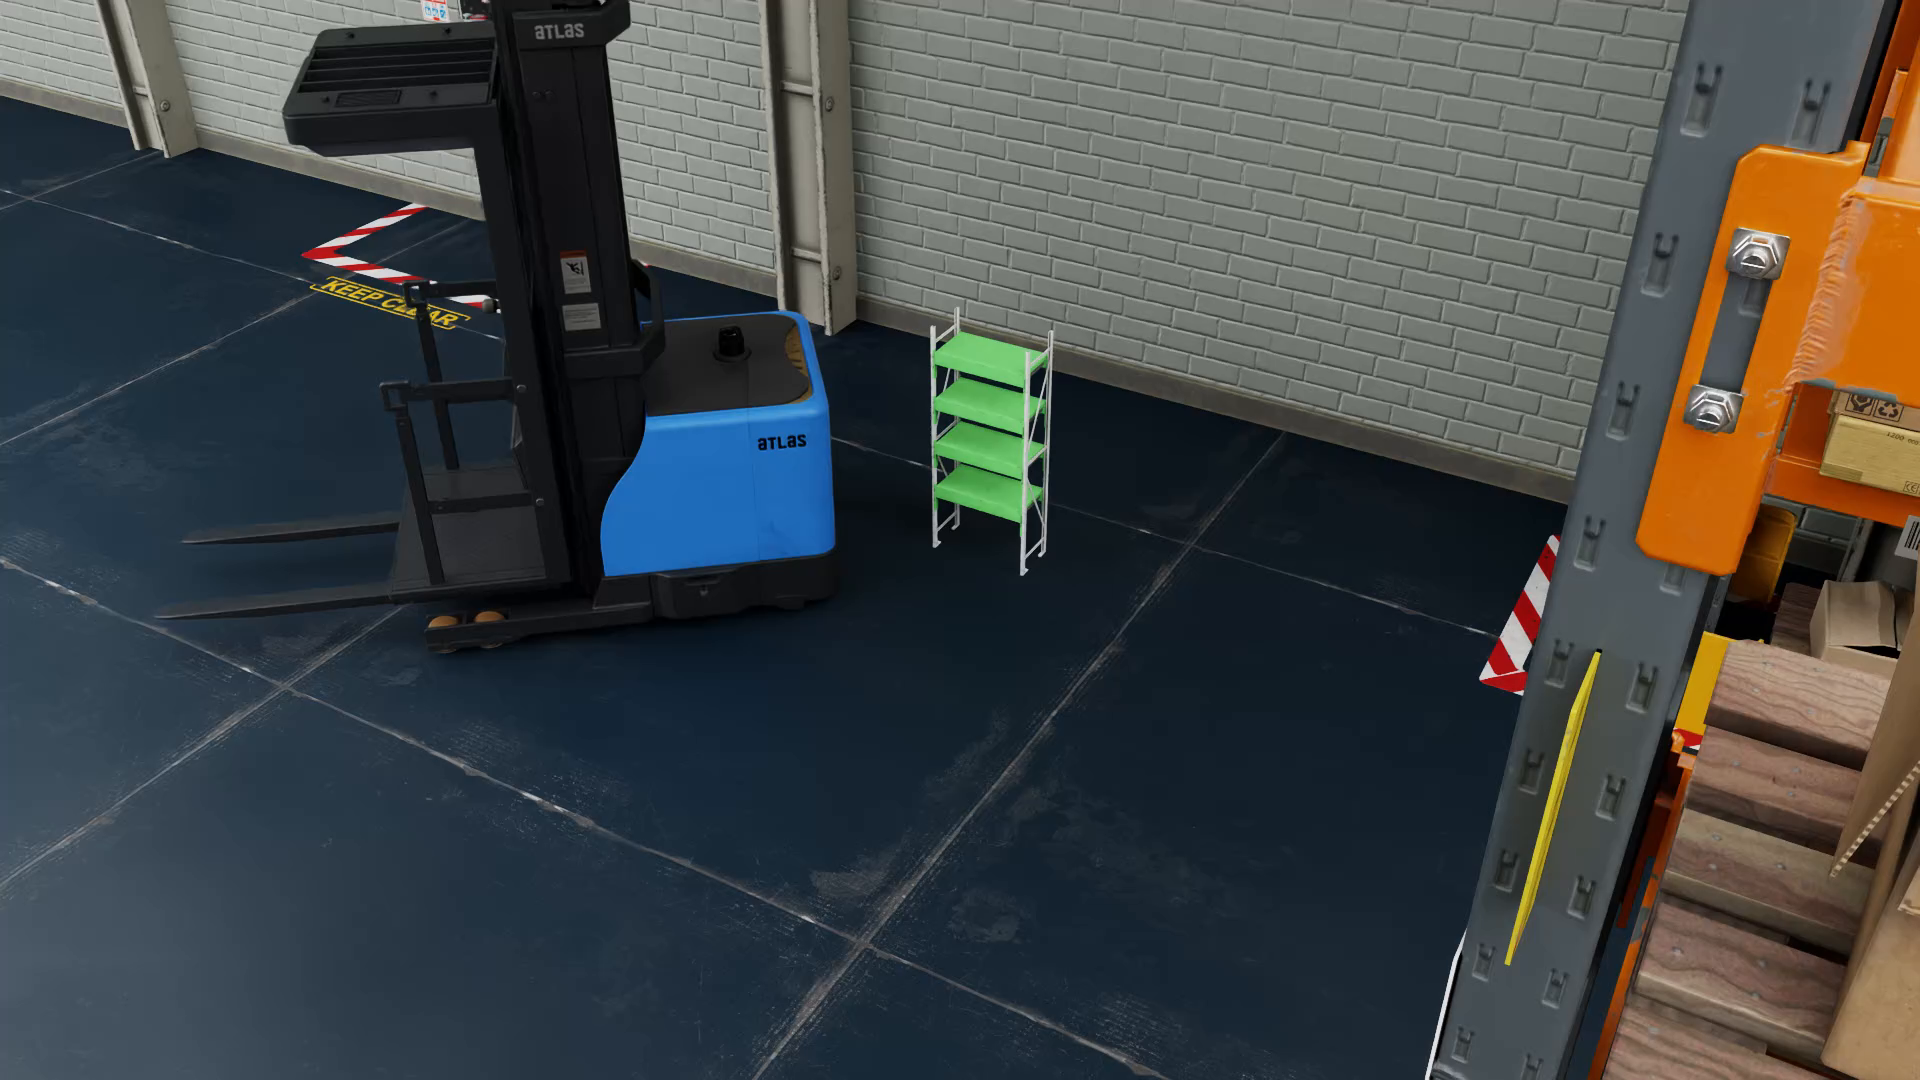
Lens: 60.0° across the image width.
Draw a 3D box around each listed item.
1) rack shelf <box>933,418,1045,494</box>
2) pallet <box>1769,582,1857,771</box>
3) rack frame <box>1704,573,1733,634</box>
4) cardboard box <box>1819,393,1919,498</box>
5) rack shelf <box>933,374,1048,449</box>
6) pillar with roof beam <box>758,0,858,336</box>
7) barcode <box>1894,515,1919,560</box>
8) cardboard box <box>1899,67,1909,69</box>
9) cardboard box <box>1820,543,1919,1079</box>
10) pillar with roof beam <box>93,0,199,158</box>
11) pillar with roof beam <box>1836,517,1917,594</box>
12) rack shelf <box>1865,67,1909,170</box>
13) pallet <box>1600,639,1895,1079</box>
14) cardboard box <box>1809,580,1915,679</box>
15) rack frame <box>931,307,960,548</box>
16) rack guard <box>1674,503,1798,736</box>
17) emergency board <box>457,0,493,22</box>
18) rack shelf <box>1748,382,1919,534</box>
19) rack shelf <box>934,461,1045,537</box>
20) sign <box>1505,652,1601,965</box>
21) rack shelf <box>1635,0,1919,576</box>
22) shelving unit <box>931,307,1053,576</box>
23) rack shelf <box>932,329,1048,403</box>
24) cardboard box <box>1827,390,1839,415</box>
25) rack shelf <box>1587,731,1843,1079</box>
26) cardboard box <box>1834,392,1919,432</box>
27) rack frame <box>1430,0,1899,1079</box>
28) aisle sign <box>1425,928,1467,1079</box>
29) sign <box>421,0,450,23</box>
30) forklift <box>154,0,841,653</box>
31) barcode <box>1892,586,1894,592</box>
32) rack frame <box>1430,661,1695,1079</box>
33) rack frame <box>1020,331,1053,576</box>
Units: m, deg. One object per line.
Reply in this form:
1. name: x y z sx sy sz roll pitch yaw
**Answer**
1. rack shelf: 0.144 -0.401 7.885 0.480 0.148 0.258 18 37 24
2. pallet: 4.052 0.678 7.041 1.213 0.211 1.003 18 37 24
3. rack frame: 3.299 -0.744 6.661 0.127 3.000 1.000 18 37 24
4. cardboard box: 3.565 -0.403 6.266 0.500 0.250 0.500 16 37 23
5. rack shelf: 0.144 -0.600 7.751 0.480 0.148 0.258 18 37 24
6. pillar with roof beam: -3.010 -3.043 4.701 0.400 9.000 9.100 18 37 24
7. barcode: 1.345 0.002 2.311 0.075 0.075 0.001 18 37 24
8. cardboard box: 3.465 -1.830 5.477 0.500 0.500 0.500 19 38 26
9. cardboard box: 1.341 0.277 1.824 0.637 0.503 0.797 20 39 28
10. pillar with roof beam: -8.219 -4.693 7.179 0.400 9.000 9.100 18 37 24
11. pillar with roof beam: 2.200 -1.393 2.223 0.400 9.000 9.100 18 37 24
12. rack shelf: 5.035 -1.143 5.203 4.000 0.370 1.077 18 37 24
13. pallet: 1.445 0.636 1.962 1.213 0.211 1.003 18 37 24
14. cardboard box: 3.855 0.426 6.933 0.500 0.311 0.500 13 36 19
15. rack frame: -0.068 -0.521 7.950 0.015 1.200 0.240 18 37 24
16. rack guard: 3.365 0.318 7.322 0.348 0.500 1.175 18 37 24
17. emergency board: -3.000 -3.316 10.523 0.643 1.169 0.194 18 37 24
18. rack shelf: 5.035 0.106 6.034 4.000 0.370 1.077 18 37 24
19. rack shelf: 0.144 -0.201 8.018 0.480 0.148 0.258 18 37 24
20. sign: 0.563 0.261 1.585 0.005 0.325 0.100 18 37 24
21. rack shelf: 2.580 0.160 0.901 4.000 0.370 1.077 18 37 24
22. shelving unit: 0.144 -0.454 7.849 0.503 1.200 0.258 18 37 24
23. rack shelf: 0.144 -0.800 7.618 0.480 0.148 0.258 18 37 24
24. cardboard box: 3.801 -0.654 6.644 0.500 0.250 0.500 18 38 25
25. rack shelf: 2.580 1.242 1.621 4.000 0.370 1.077 18 37 24
26. cardboard box: 3.564 -0.726 6.074 0.500 0.500 0.500 18 38 24
27. rack frame: 0.844 -0.856 1.416 0.127 3.000 1.000 18 37 24
28. aisle sign: 0.635 0.688 2.164 0.004 0.787 0.394 18 37 24
29. sign: -3.429 -3.532 10.816 0.234 0.329 0.001 18 37 24
30. forklift: -2.128 -1.029 7.151 3.031 2.935 1.130 -6 34 -9
31. barcode: 4.069 0.235 7.212 0.075 0.075 0.001 18 37 24
32. rack frame: 0.844 1.641 3.079 0.127 3.000 1.000 18 37 24
33. rack frame: 0.356 -0.387 7.748 0.015 1.200 0.240 18 37 24
